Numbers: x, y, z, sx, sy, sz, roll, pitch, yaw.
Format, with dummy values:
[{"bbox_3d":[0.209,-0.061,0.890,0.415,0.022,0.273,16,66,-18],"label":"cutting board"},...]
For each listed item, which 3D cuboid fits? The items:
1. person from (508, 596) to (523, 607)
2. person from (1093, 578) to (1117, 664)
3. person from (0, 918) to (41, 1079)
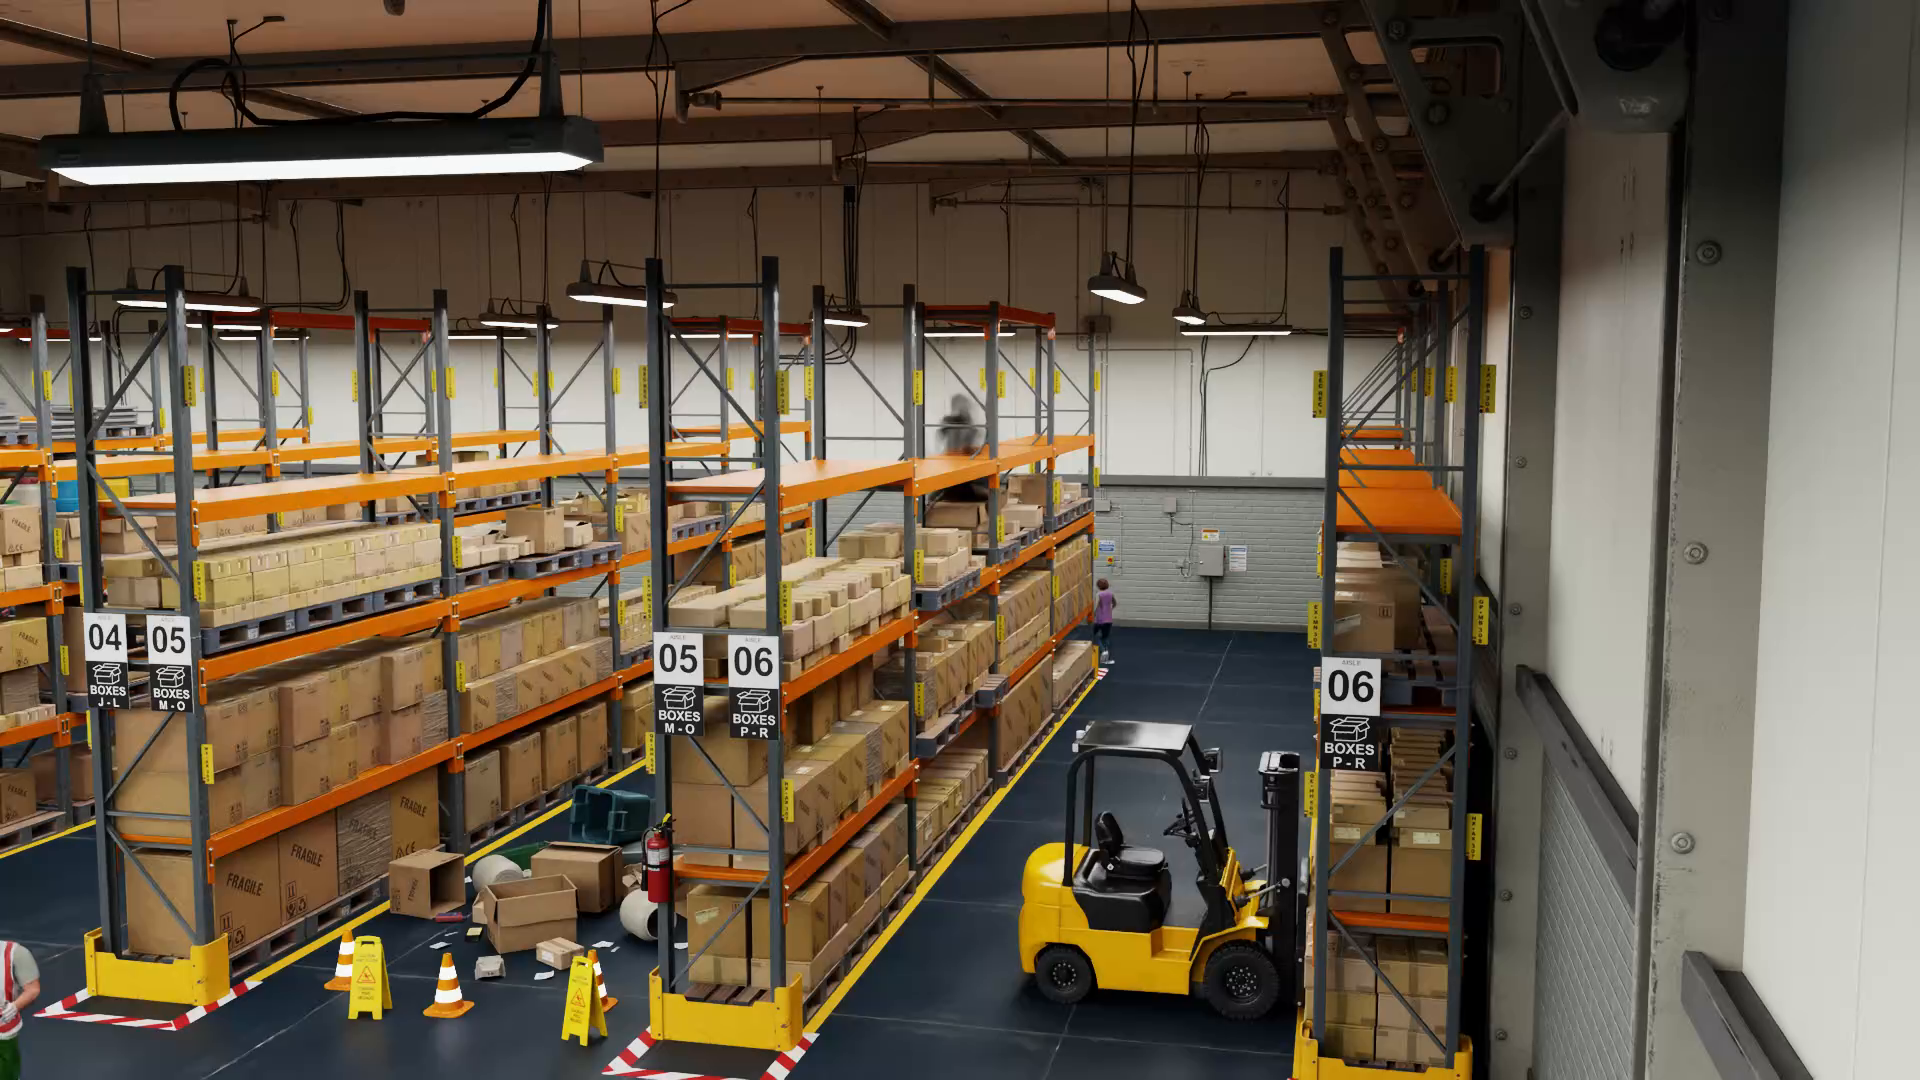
[{"bbox_3d":[-6.982,1.692,26.141,0.617,1.689,0.847,0,6,2],"label":"person"},{"bbox_3d":[2.488,1.426,29.440,0.601,1.548,0.507,-3,7,-28],"label":"person"},{"bbox_3d":[-6.230,3.207,10.631,0.645,1.812,0.821,-4,7,-36],"label":"person"}]
